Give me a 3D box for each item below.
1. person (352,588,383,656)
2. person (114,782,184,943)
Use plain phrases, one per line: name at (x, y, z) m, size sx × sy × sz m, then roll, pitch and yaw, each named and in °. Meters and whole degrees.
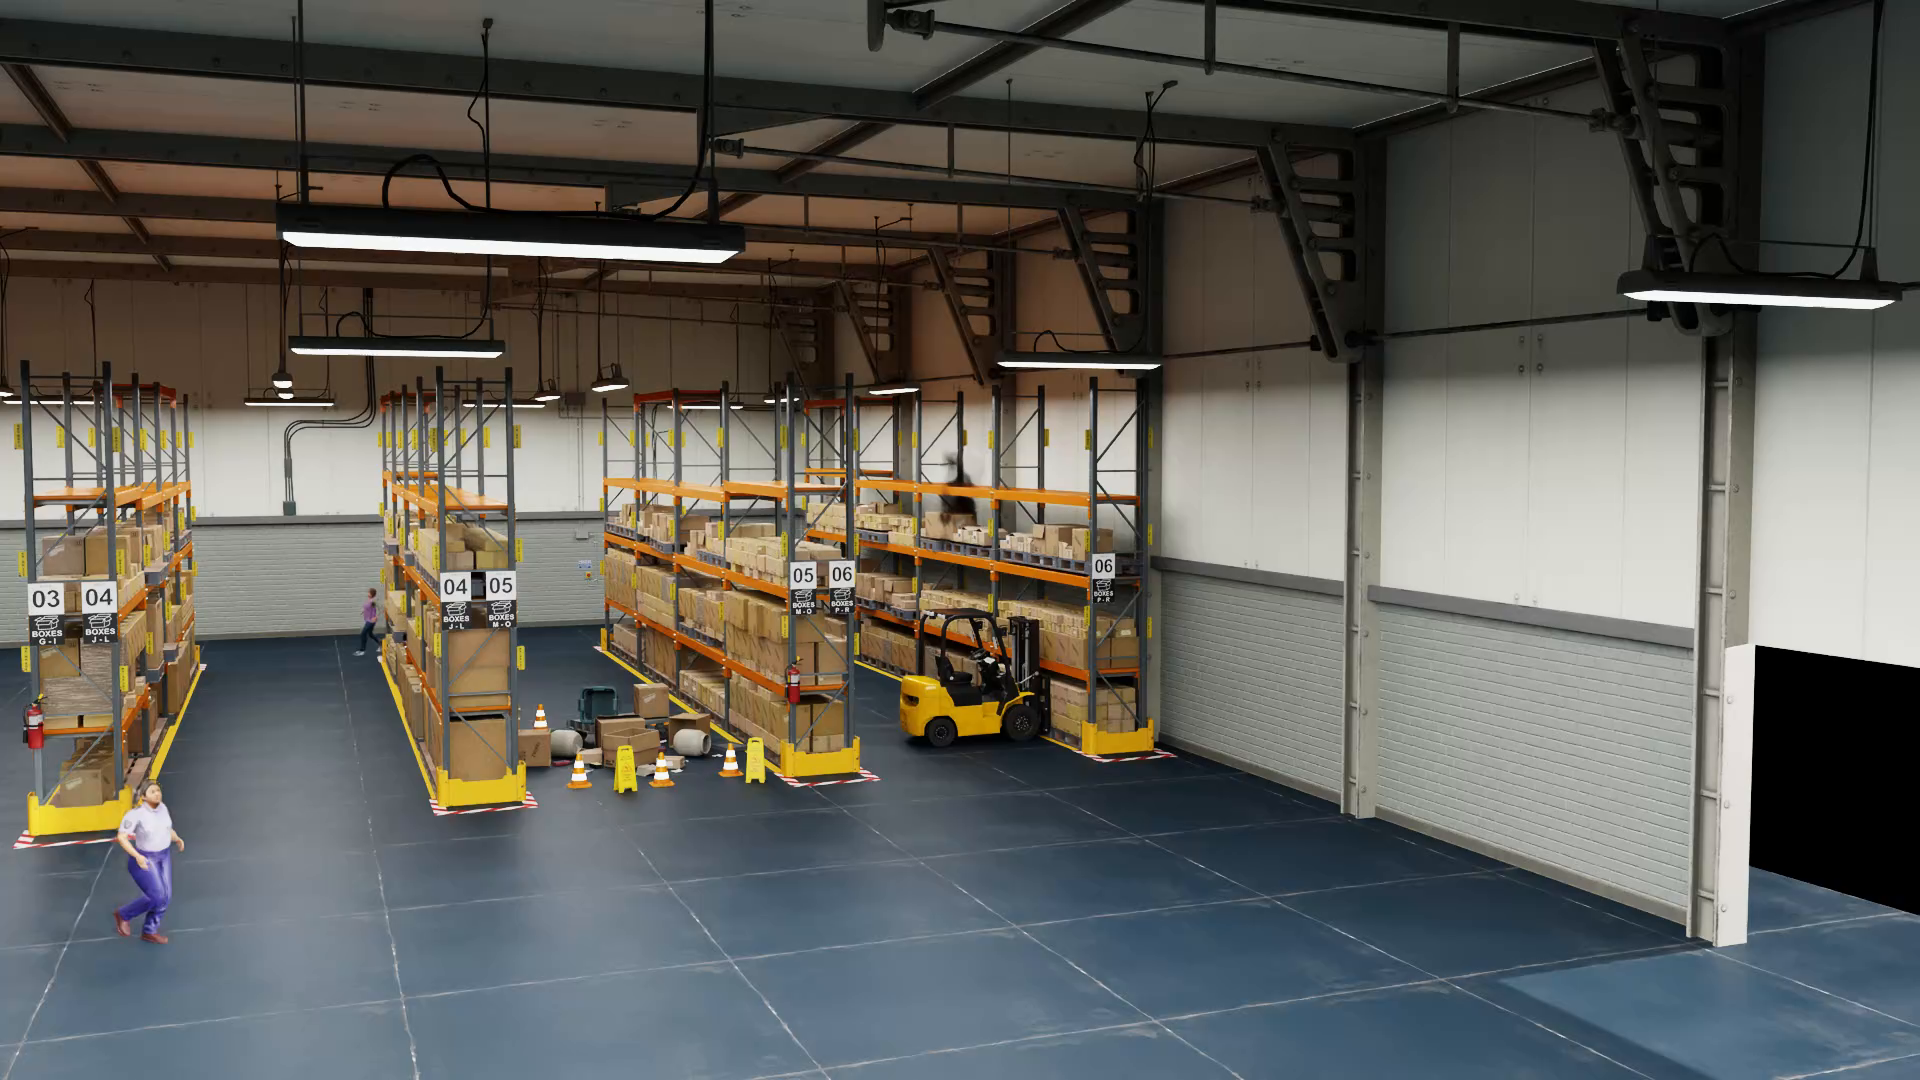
person at (-13.654, 1.890, 38.544) m, size 0.782 × 1.572 × 0.598 m, roll -3°, pitch 4°, yaw -37°
person at (-8.068, 3.209, 16.592) m, size 0.586 × 1.617 × 0.598 m, roll 1°, pitch 4°, yaw 17°
